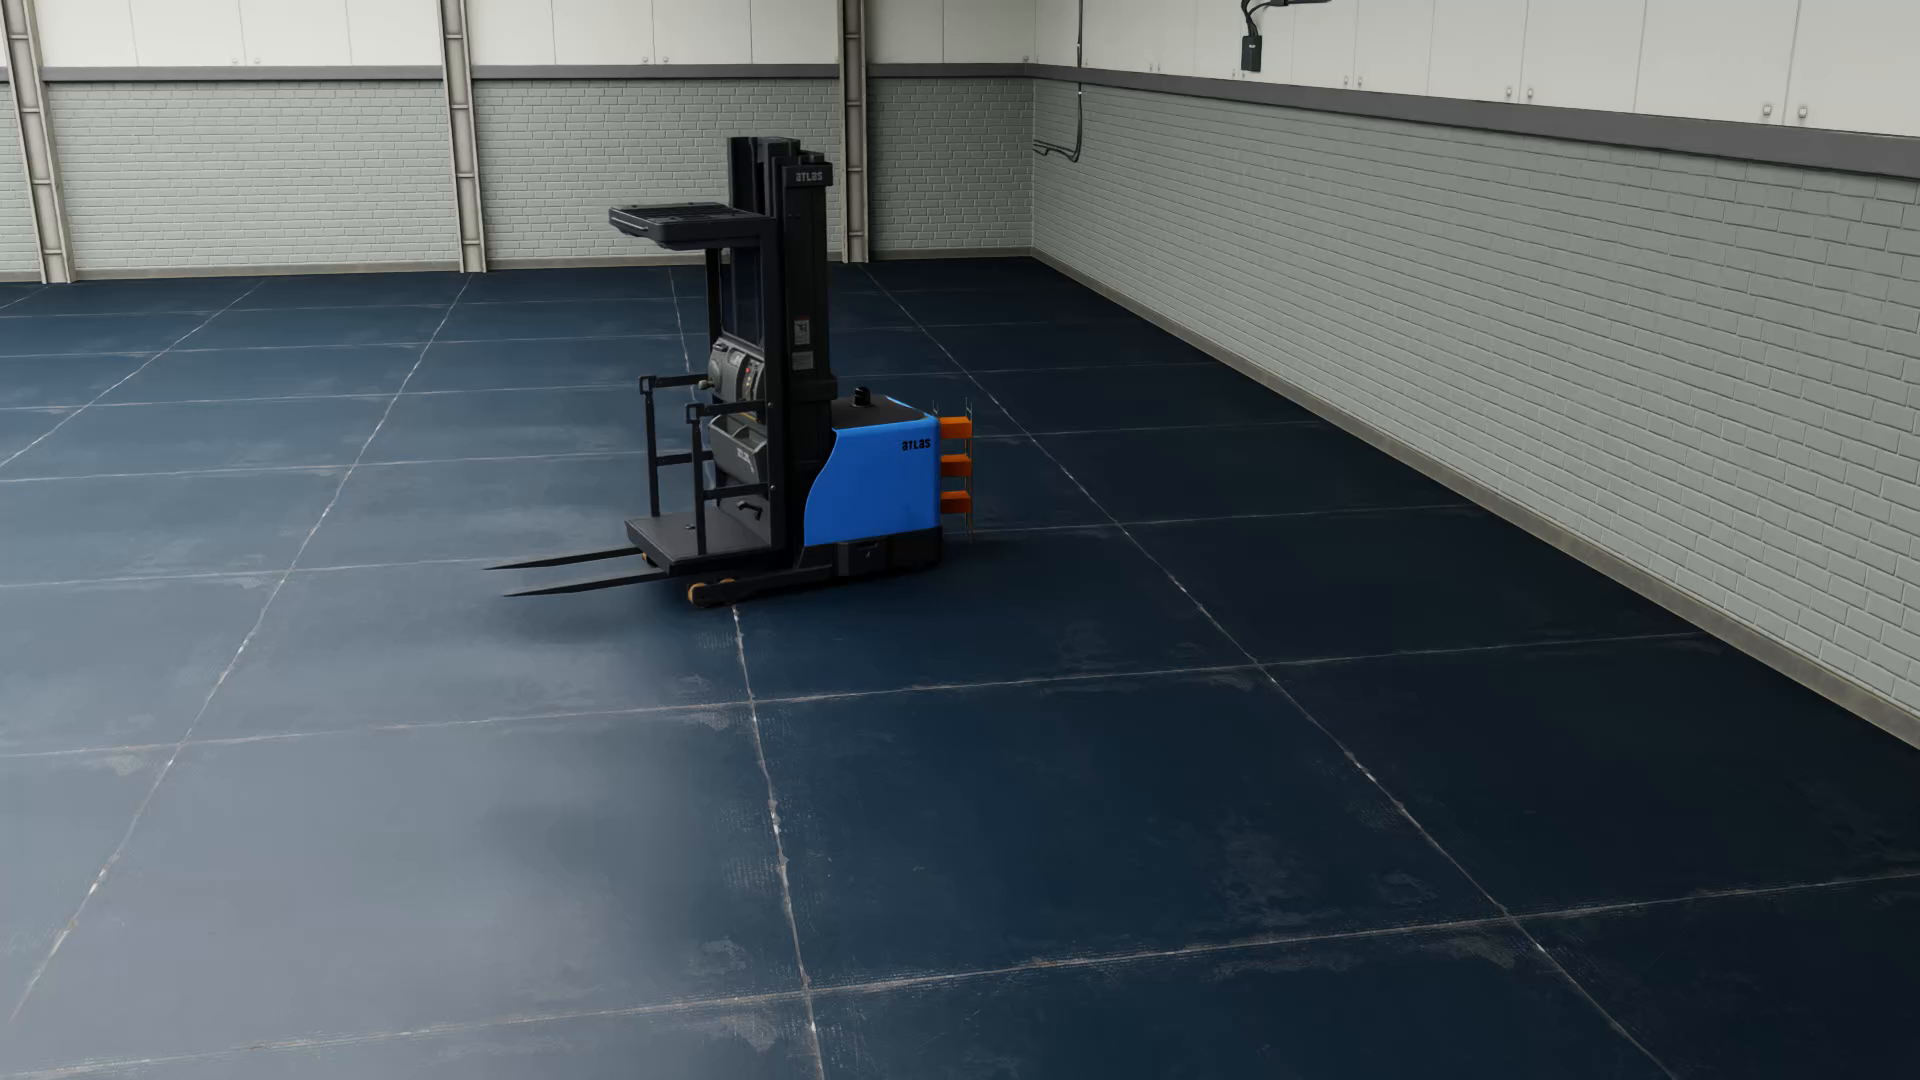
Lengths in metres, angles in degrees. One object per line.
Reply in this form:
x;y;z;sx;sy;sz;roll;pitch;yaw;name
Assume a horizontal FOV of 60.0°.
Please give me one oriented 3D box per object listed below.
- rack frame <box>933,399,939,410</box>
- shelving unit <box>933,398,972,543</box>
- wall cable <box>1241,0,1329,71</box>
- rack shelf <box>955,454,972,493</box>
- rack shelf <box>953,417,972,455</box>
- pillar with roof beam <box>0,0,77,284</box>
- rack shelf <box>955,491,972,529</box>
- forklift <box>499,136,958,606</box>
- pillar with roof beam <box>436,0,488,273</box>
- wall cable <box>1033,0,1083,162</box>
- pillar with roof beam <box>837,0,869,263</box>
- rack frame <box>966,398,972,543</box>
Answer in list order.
-0.172;-0.492;12.126;0.008;1.050;0.200;-3;17;-10;rack frame
-0.053;-0.499;12.148;0.252;1.050;0.215;-3;17;-10;shelving unit
3.226;-7.511;15.646;0.169;6.003;2.305;-3;17;-10;wall cable
-0.053;-0.489;12.151;0.240;0.259;0.215;-3;17;-10;rack shelf
-0.053;-0.760;12.068;0.240;0.259;0.215;-3;17;-10;rack shelf
-12.668;-6.930;19.549;0.400;9.000;9.100;-3;17;-10;pillar with roof beam
-0.053;-0.223;12.233;0.240;0.259;0.215;-3;17;-10;rack shelf
-1.567;-1.147;11.055;3.031;2.935;1.130;-9;19;-26;forklift
-6.777;-7.265;20.637;0.400;9.000;9.100;-3;17;-10;pillar with roof beam
1.440;-7.138;25.515;0.112;2.526;3.097;-3;17;-10;wall cable
-0.886;-7.599;21.725;0.400;9.000;9.100;-3;17;-10;pillar with roof beam
0.067;-0.506;12.170;0.008;1.050;0.200;-3;17;-10;rack frame
